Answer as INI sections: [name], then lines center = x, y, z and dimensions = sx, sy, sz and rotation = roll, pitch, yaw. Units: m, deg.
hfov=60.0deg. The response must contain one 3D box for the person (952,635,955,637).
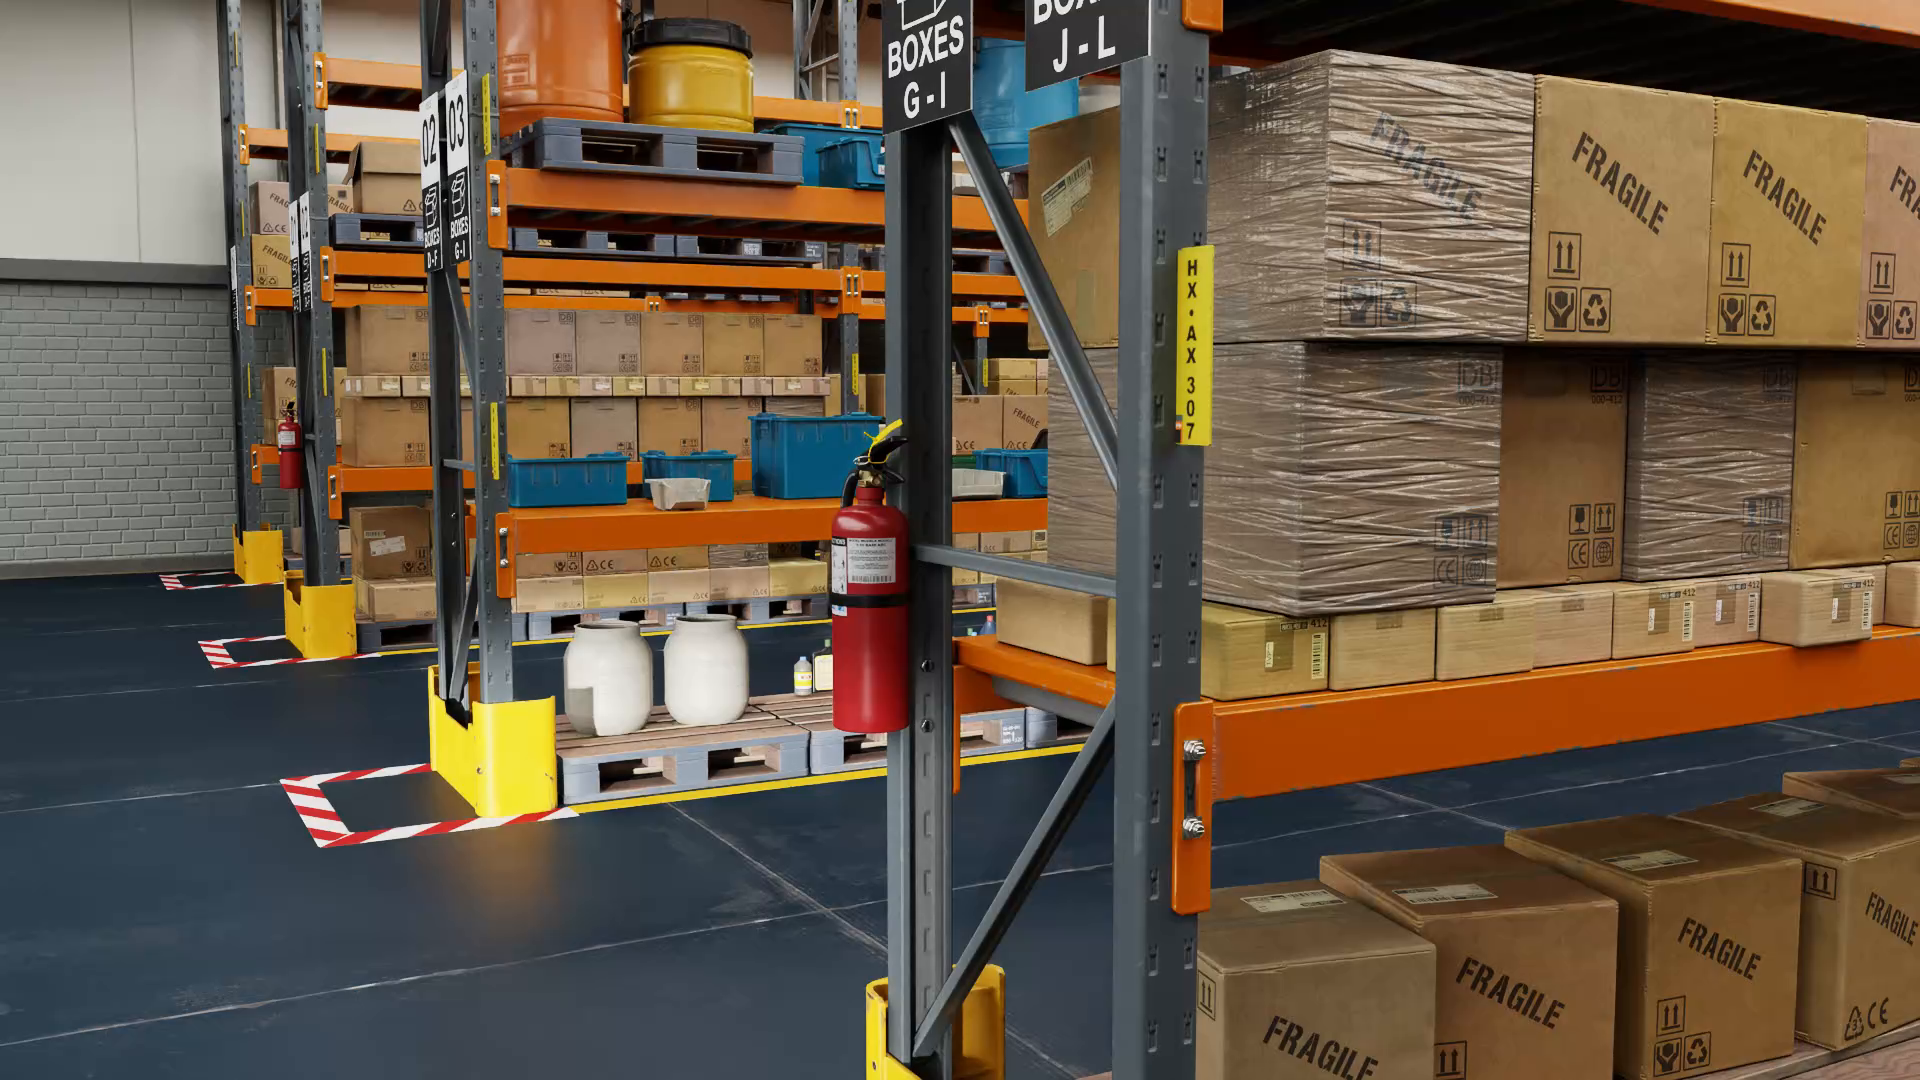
[person]
center = -0.274, -0.009, 11.849
dimensions = 0.439, 1.575, 0.639
rotation = 4, 6, 35
